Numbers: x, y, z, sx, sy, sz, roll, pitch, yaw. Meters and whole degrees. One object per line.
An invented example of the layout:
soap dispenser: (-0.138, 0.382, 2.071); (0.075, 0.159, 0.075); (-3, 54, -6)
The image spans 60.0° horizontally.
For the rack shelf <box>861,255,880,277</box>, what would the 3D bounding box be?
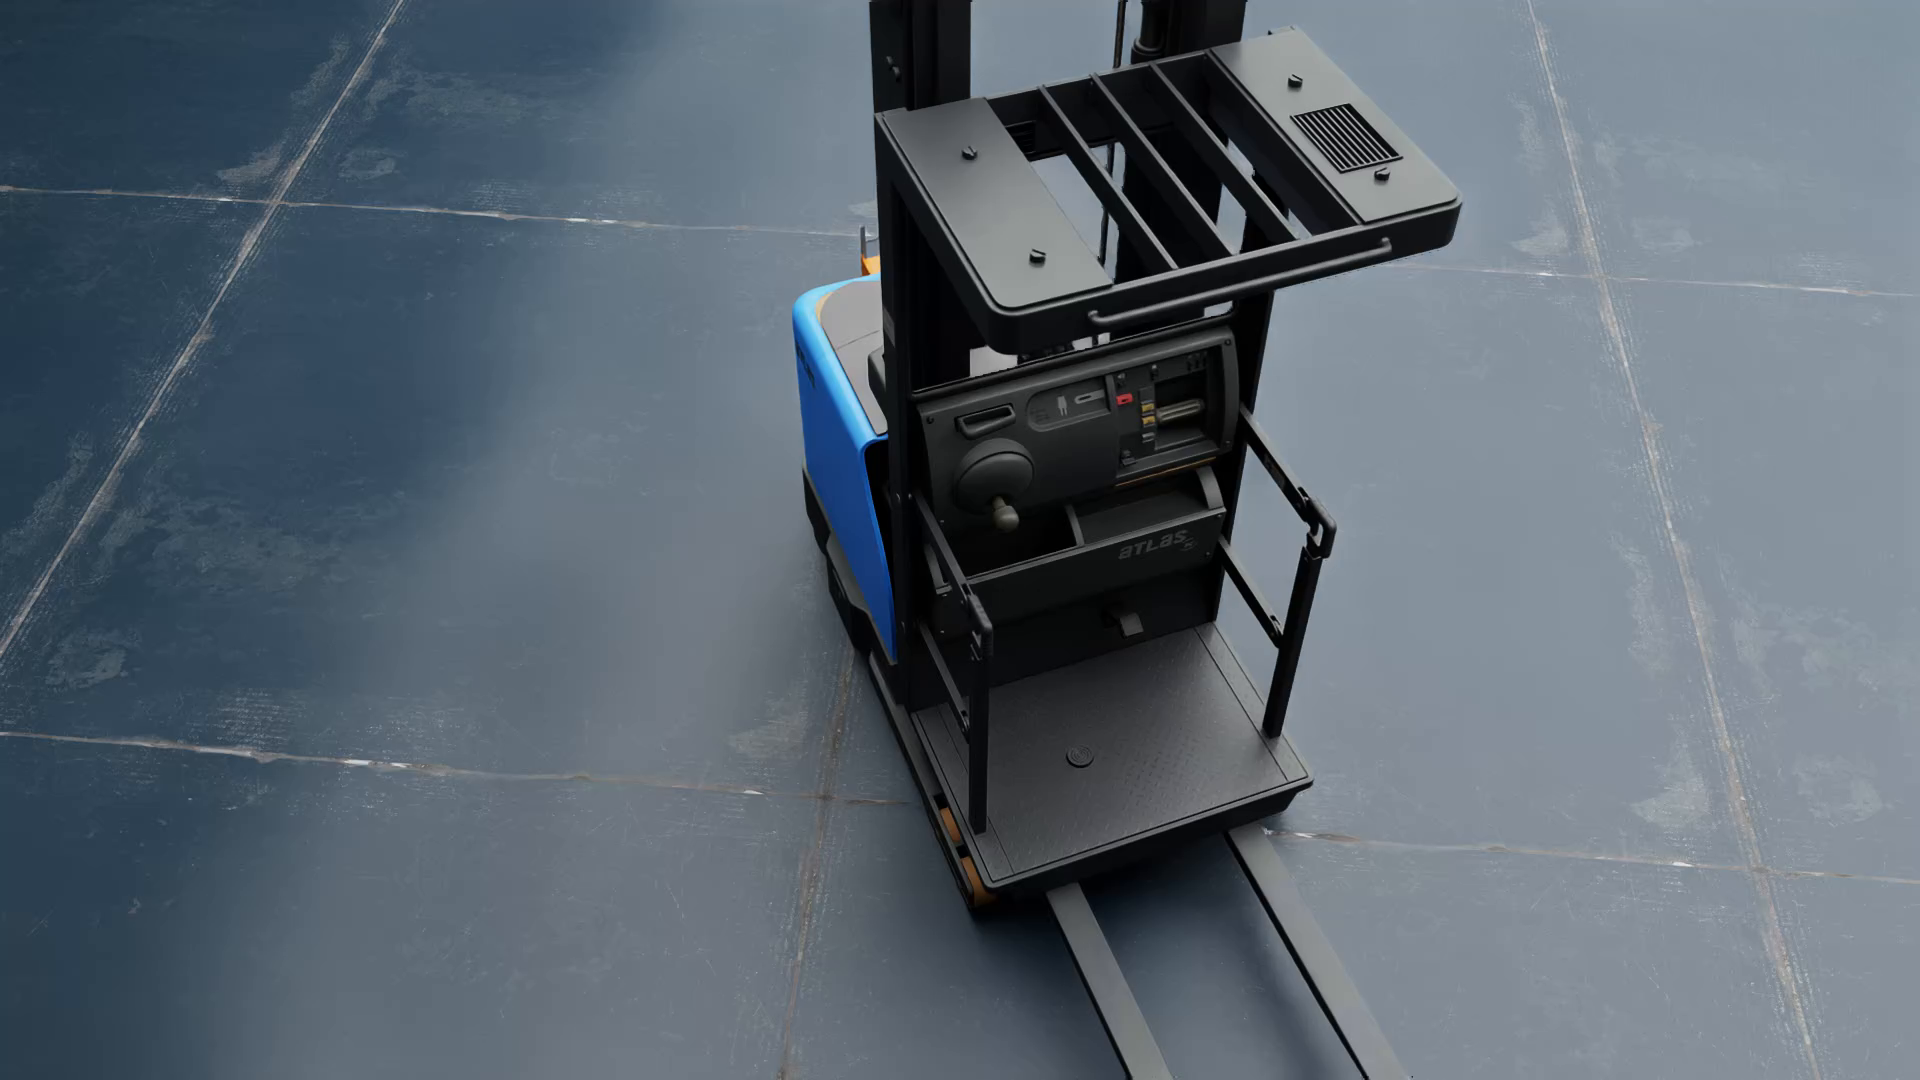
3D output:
rack shelf: (-0.214, -0.872, 5.966); (0.215, 0.259, 0.240); (-16, 49, -14)

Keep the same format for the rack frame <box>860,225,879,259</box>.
rack frame: (-0.257, -0.772, 6.244); (0.200, 1.050, 0.008); (-16, 49, -14)

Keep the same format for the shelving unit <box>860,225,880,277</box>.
shelving unit: (-0.214, -0.687, 6.167); (0.215, 1.050, 0.252); (-16, 49, -14)

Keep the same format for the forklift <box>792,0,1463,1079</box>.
forklift: (0.419, -0.201, 4.448); (1.130, 2.935, 3.031); (-16, 49, -14)
